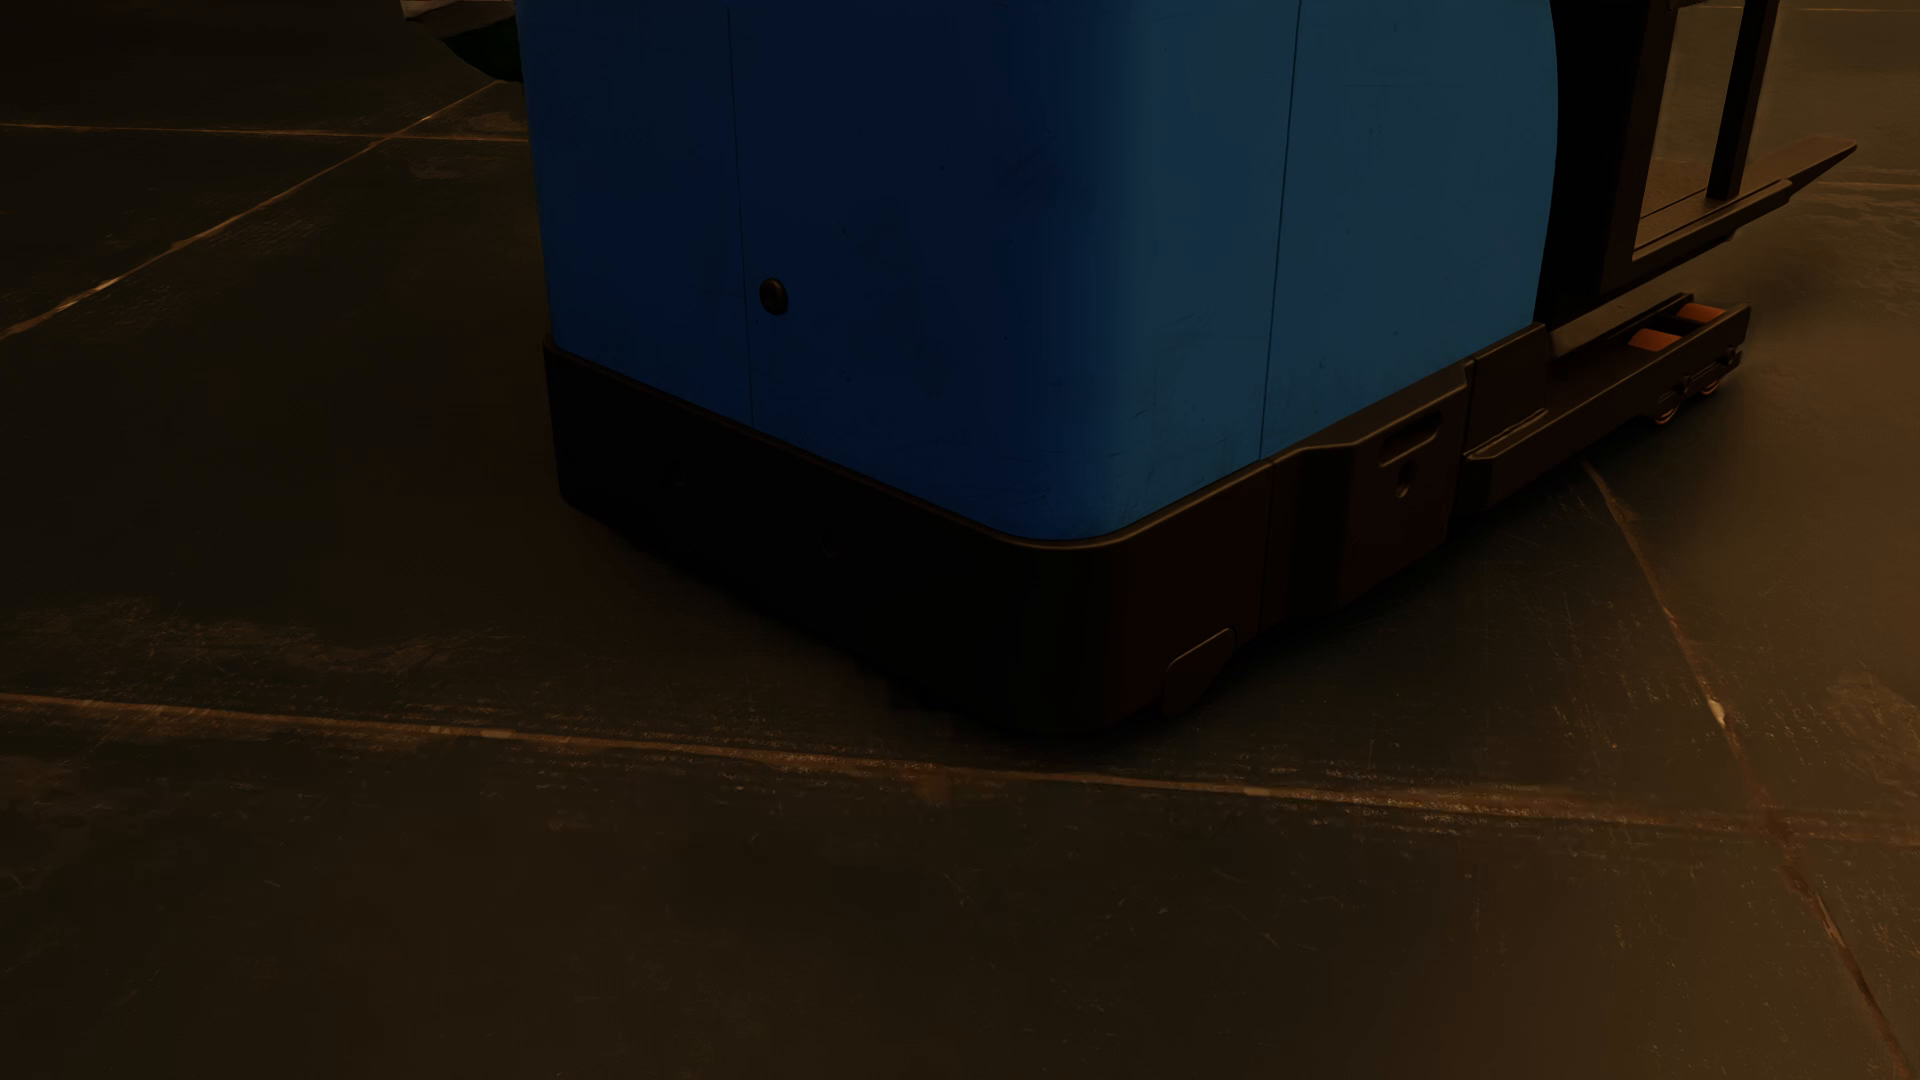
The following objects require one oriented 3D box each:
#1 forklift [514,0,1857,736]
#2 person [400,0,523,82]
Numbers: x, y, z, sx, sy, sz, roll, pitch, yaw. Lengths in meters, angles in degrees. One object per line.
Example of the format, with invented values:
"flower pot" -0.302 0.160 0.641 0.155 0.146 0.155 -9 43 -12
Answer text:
"forklift" 0.785 -1.653 2.530 1.130 2.935 3.031 23 35 38
"person" -0.632 -1.092 3.020 0.804 1.476 1.615 -21 33 -35
